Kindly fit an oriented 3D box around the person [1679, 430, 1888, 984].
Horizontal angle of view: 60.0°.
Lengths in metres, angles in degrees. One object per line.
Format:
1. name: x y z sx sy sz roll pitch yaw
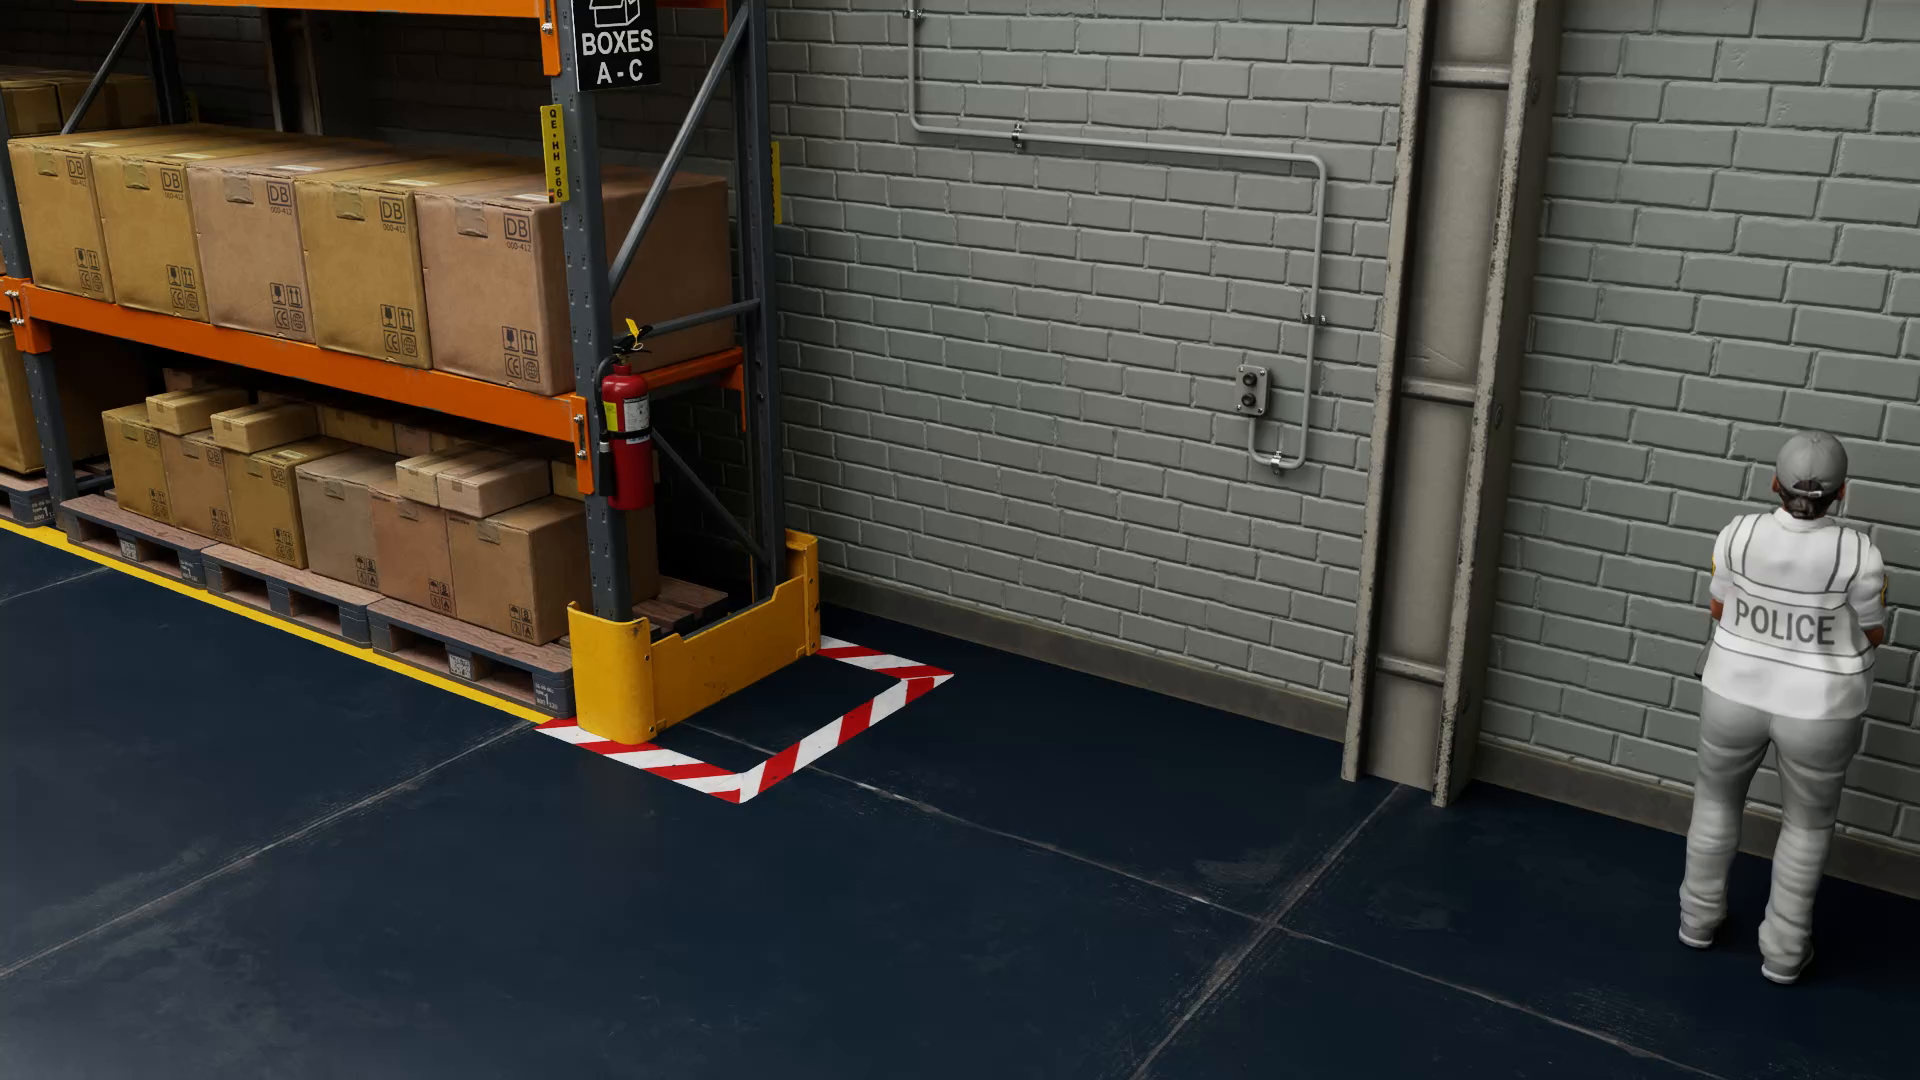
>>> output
1. person: 2.387 0.454 4.832 0.453 1.653 0.516 13 24 32
